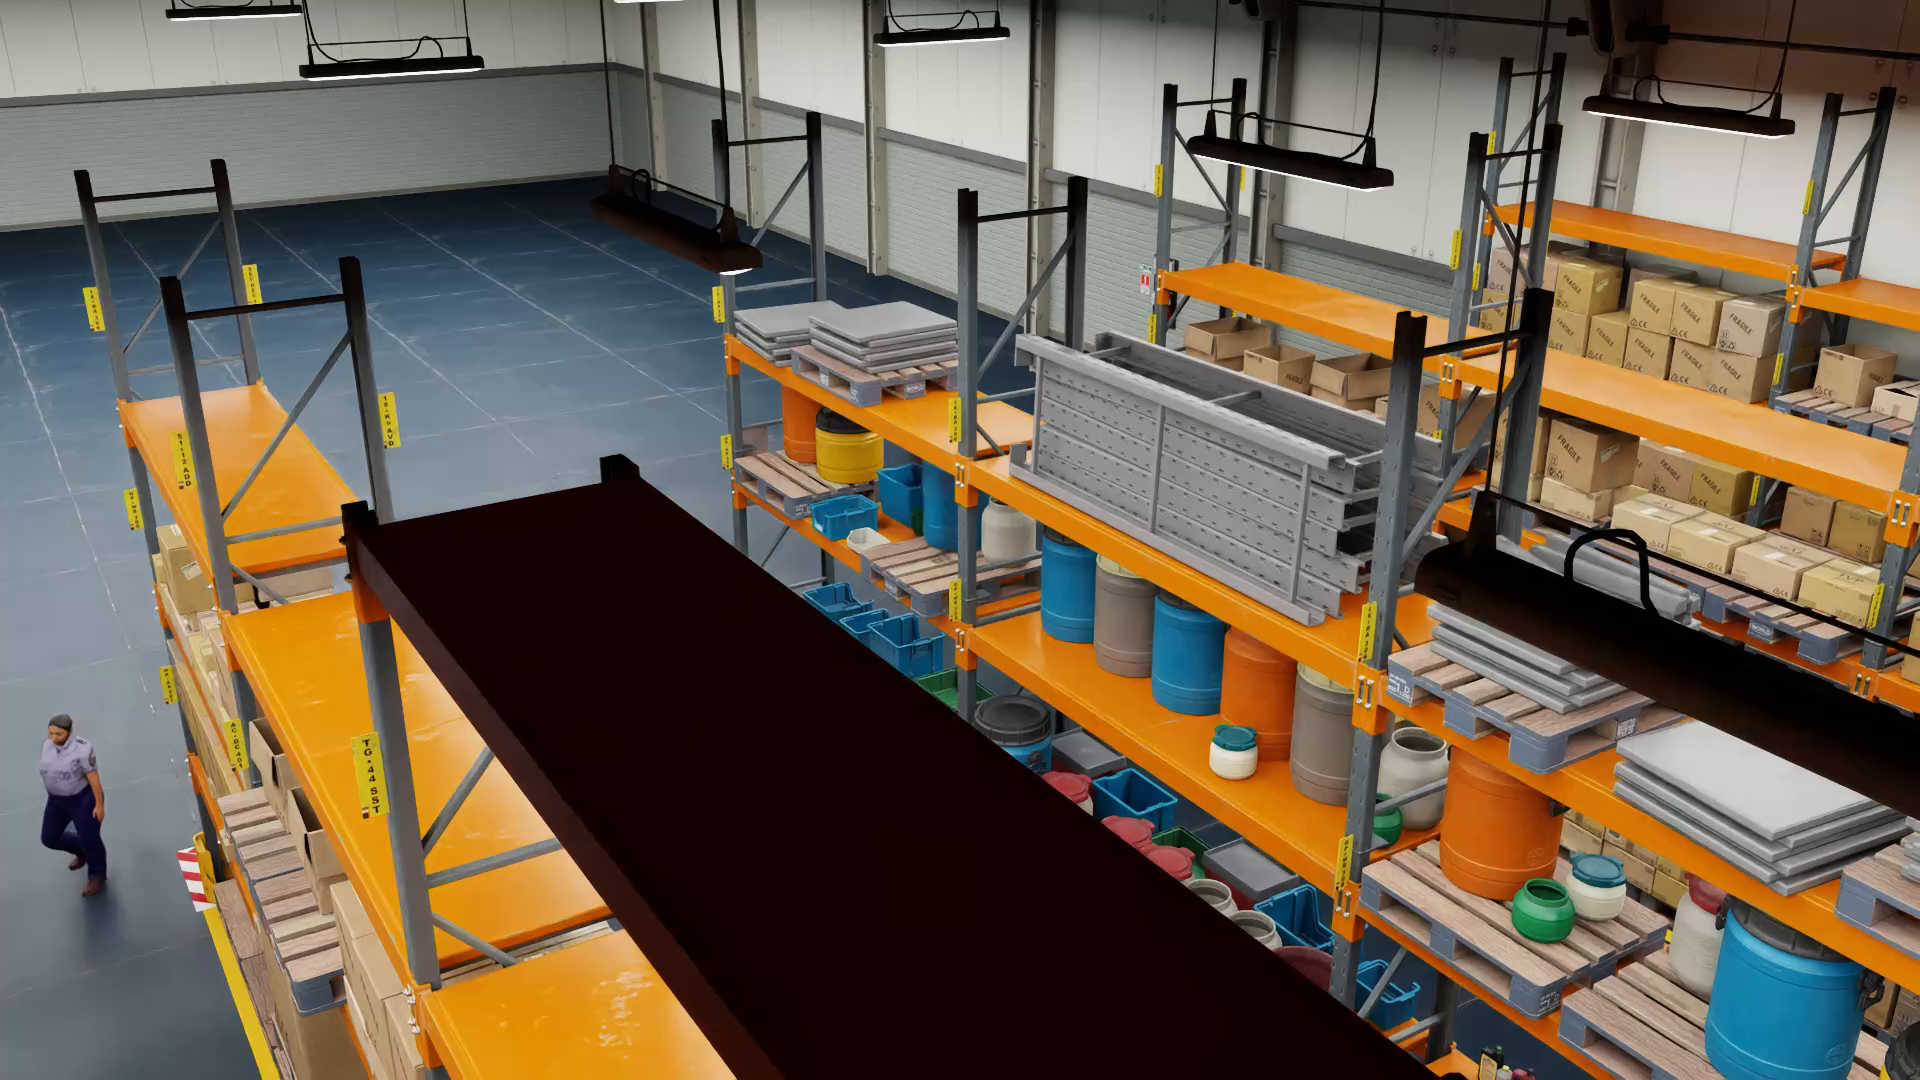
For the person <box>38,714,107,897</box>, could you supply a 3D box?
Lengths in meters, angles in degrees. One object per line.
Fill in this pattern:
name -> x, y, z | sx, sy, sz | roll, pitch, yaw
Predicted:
person -> -7.370, 2.148, 13.857 | 0.597, 1.645, 0.470 | 5, 22, 11
